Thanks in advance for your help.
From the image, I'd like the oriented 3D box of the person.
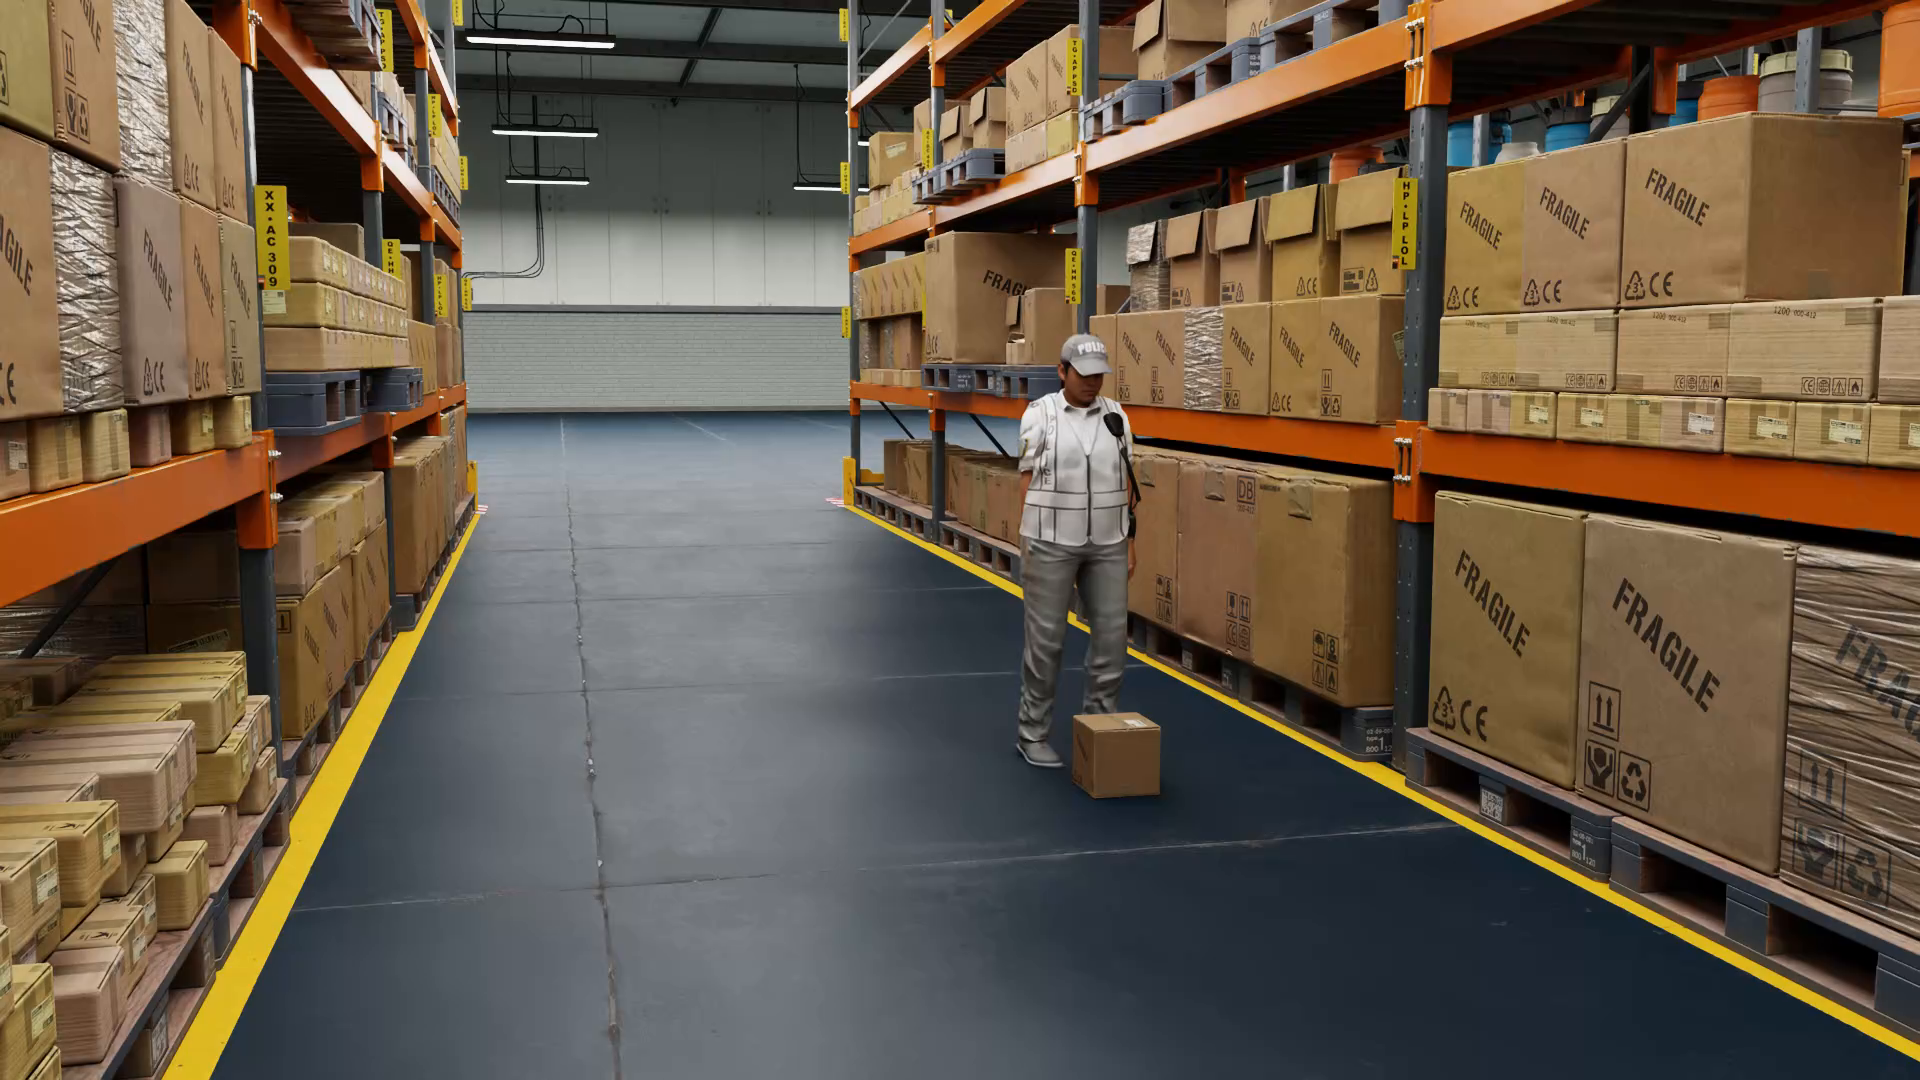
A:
[{"bbox_3d":[0.464,0.036,6.419,0.471,1.660,0.390,-2,6,-15],"label":"person"}]
